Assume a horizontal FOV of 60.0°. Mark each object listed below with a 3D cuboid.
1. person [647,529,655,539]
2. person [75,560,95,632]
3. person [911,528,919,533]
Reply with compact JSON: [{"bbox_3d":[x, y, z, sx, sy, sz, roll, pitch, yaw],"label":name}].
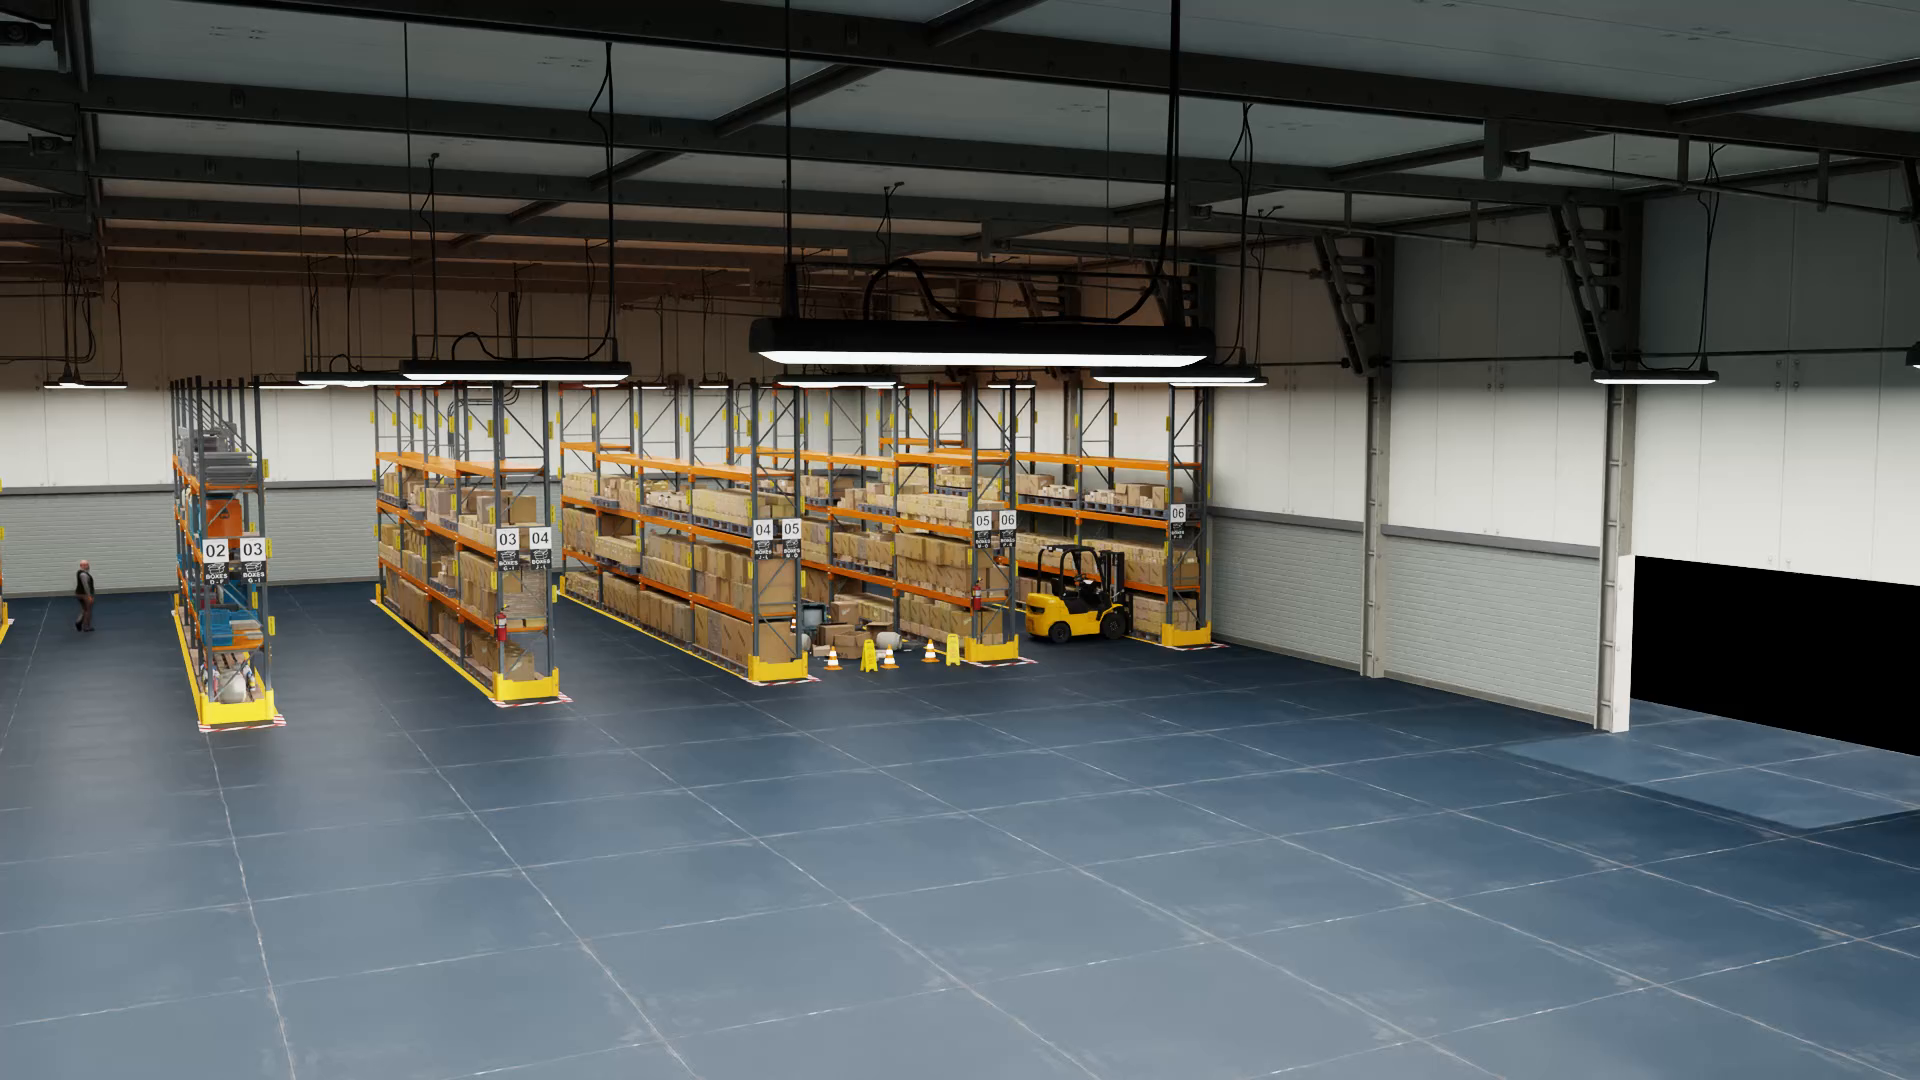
[{"bbox_3d":[-9.186,0.526,49.624,0.528,1.730,0.345,-1,5,-13],"label":"person"},{"bbox_3d":[-20.844,1.333,39.609,0.528,1.716,0.460,2,6,23],"label":"person"},{"bbox_3d":[-1.267,0.515,45.358,0.480,1.814,0.748,-4,7,-39],"label":"person"}]
